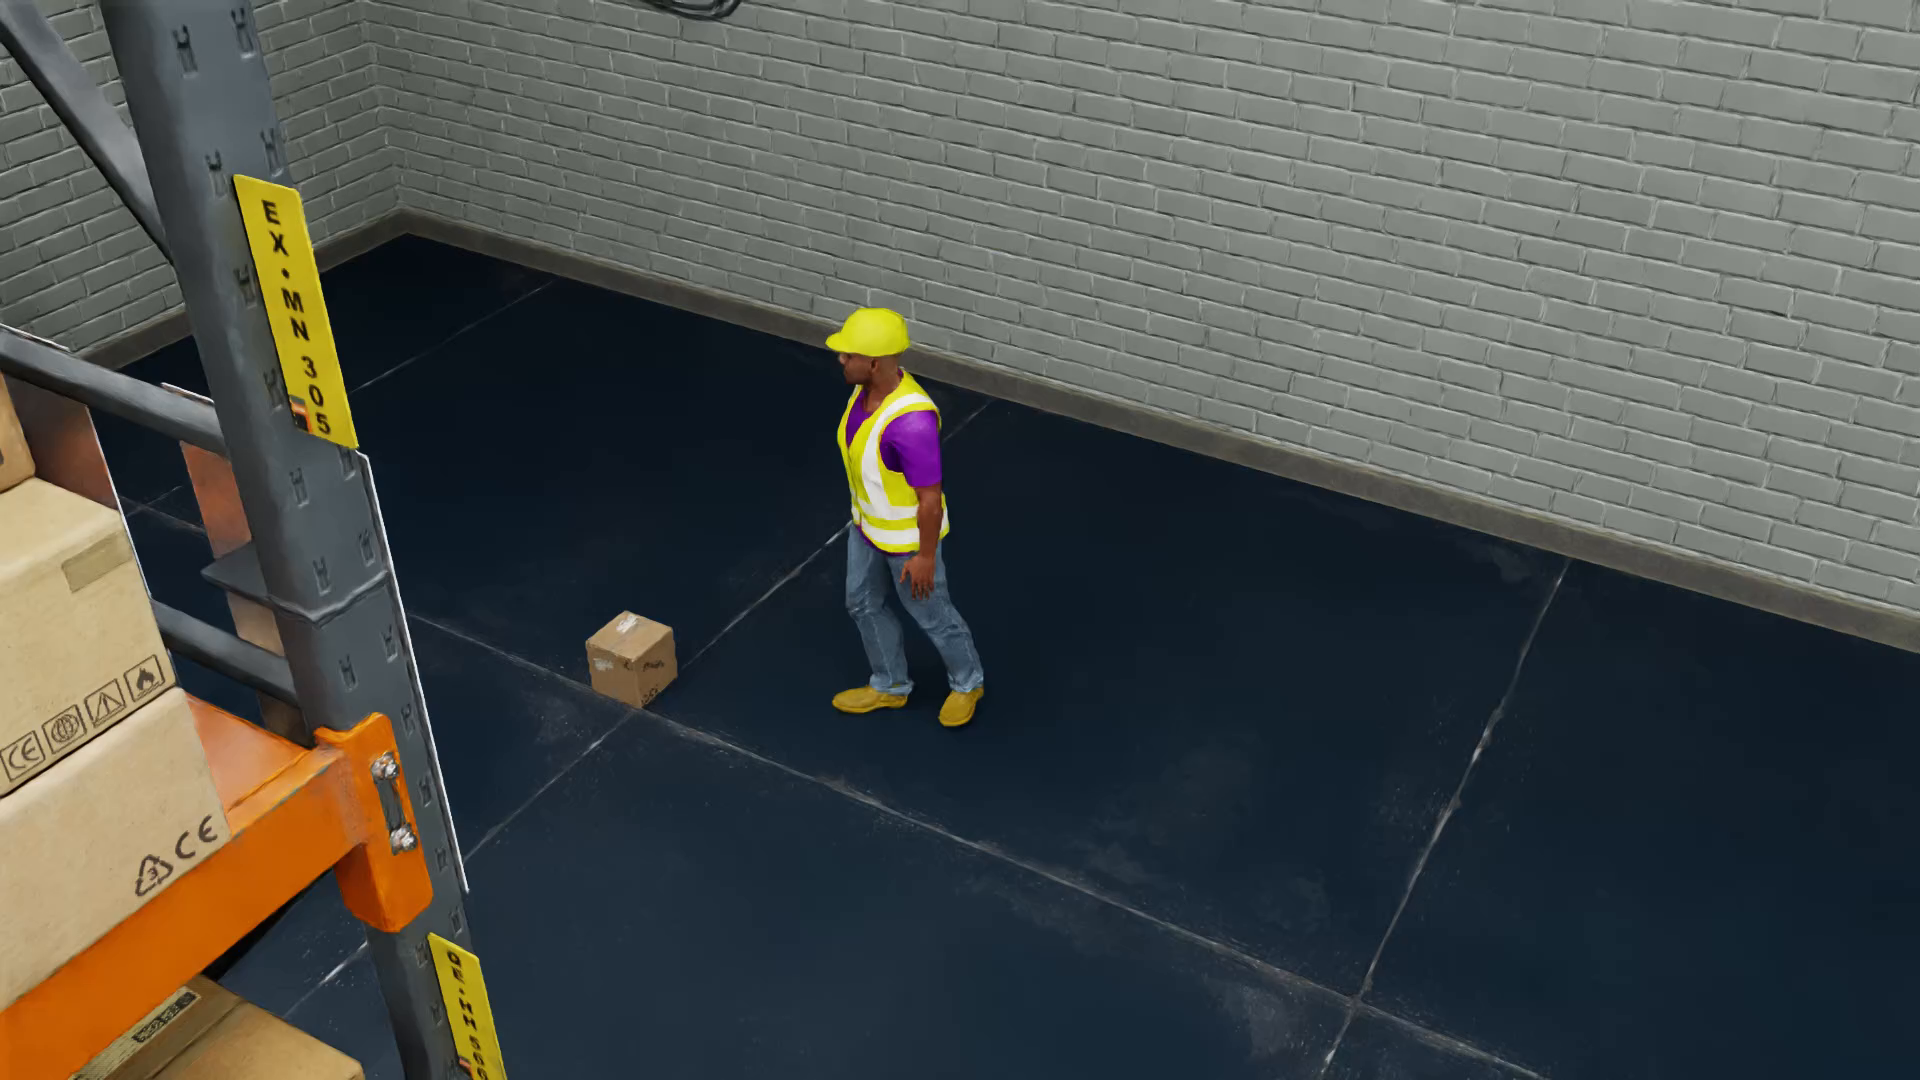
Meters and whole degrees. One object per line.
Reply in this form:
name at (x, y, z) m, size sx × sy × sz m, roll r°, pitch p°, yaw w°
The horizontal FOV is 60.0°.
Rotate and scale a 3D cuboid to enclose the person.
person at (-0.203, -0.065, 6.223) m, size 0.580 × 1.755 × 0.600 m, roll -16°, pitch 37°, yaw -22°
